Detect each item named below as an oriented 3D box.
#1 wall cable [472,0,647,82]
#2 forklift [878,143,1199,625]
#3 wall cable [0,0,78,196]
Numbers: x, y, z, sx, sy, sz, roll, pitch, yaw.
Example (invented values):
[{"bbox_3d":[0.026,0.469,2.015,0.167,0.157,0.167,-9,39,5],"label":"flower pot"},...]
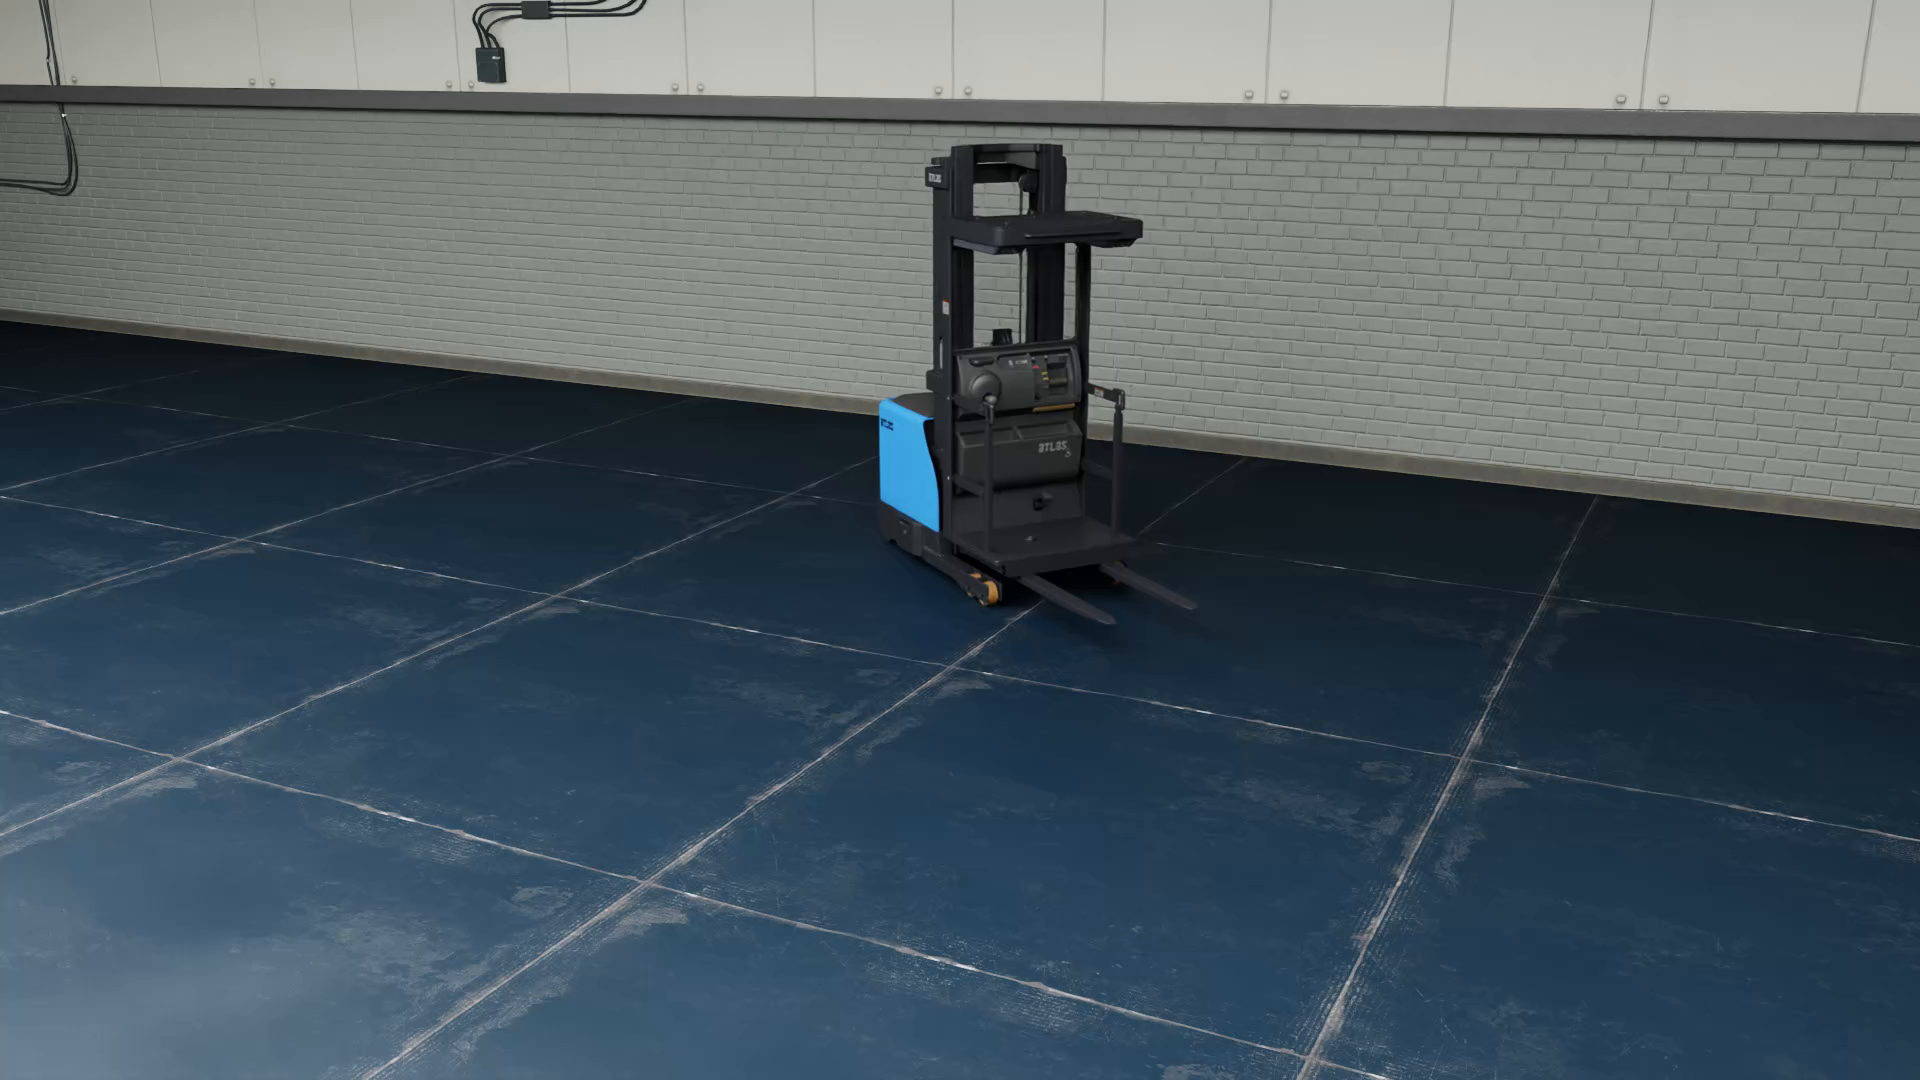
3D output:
[{"bbox_3d":[-4.120,-7.649,16.500,2.305,6.003,0.169,8,18,25],"label":"wall cable"},{"bbox_3d":[0.504,-1.112,11.119,1.130,2.935,3.031,-8,18,-26],"label":"forklift"},{"bbox_3d":[-12.606,-5.742,21.506,3.097,2.526,0.112,8,18,25],"label":"wall cable"}]
